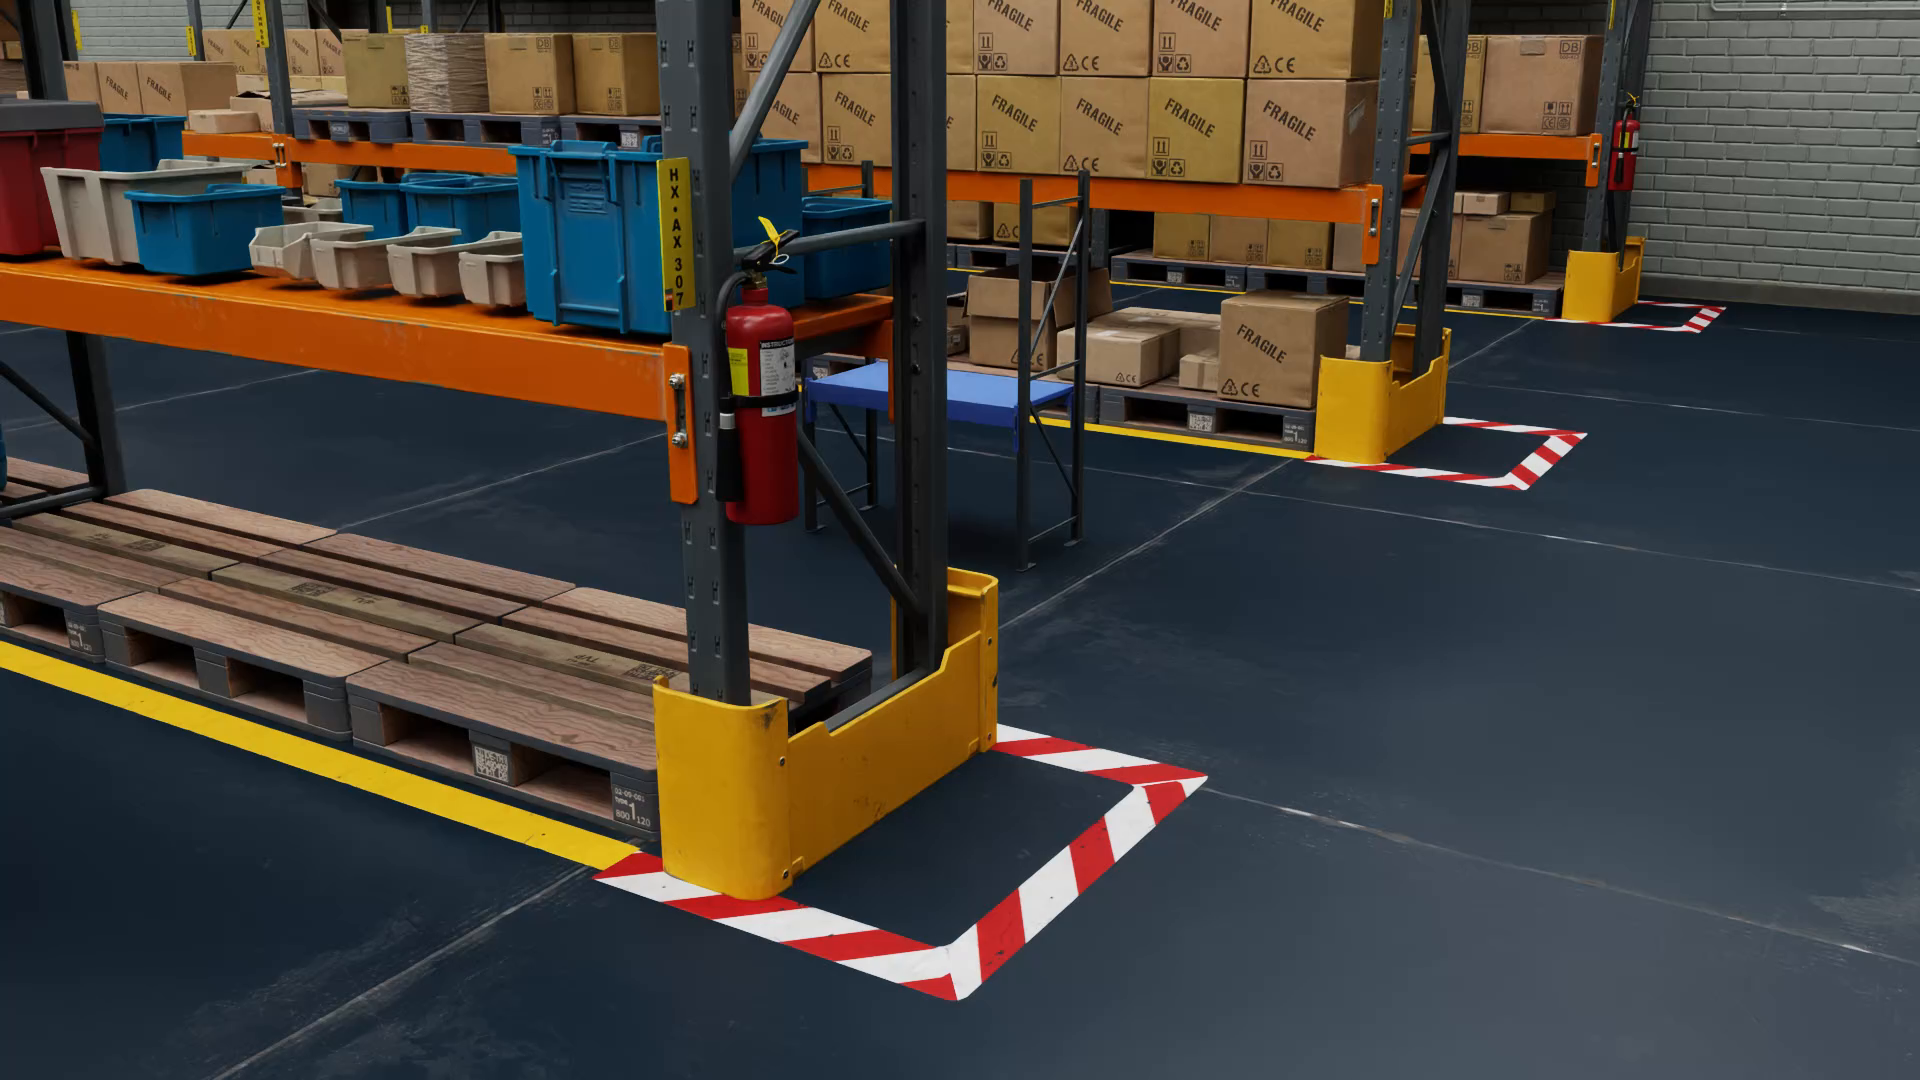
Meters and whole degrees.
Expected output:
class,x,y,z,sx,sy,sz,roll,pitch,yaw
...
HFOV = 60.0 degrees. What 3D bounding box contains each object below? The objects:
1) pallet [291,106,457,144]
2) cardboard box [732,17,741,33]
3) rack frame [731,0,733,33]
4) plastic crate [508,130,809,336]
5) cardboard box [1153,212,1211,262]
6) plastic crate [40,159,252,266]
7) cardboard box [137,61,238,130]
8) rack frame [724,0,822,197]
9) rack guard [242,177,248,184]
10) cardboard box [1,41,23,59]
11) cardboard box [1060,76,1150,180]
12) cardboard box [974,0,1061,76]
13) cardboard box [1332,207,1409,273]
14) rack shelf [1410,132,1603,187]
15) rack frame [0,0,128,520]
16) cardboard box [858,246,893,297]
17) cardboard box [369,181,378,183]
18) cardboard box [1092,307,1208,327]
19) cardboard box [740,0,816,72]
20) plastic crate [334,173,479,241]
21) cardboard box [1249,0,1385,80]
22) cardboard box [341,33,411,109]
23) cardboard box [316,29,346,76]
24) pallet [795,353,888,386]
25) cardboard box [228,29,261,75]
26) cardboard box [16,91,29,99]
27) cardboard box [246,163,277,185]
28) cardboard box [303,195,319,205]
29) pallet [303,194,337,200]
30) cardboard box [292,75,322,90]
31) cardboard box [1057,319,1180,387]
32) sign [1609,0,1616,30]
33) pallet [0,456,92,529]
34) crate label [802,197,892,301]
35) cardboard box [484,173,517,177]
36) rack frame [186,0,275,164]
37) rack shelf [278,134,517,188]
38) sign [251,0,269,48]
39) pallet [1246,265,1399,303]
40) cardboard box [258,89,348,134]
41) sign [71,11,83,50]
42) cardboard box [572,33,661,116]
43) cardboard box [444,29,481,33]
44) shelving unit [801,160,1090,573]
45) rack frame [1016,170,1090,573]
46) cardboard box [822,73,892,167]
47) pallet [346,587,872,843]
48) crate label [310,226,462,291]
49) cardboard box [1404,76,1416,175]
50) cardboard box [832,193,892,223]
class,x,y,z,sx,sy,sz,roll,pitch,yaw
pallet,-3.953,-2.994,11.905,1.003,0.211,1.213,10,20,30
cardboard box,-2.287,-5.012,16.176,0.250,0.149,0.380,7,18,23
rack frame,-1.978,-4.399,16.201,0.127,3.000,1.000,10,20,30
plastic crate,-0.729,-0.778,4.119,0.499,0.435,0.616,10,20,30
cardboard box,2.014,-2.656,14.042,0.500,0.500,0.700,10,20,31
plastic crate,-2.549,-1.031,5.214,0.530,0.282,0.437,10,20,30
cardboard box,-6.005,-3.470,12.972,0.500,0.500,0.500,9,19,27
rack frame,-1.159,-2.563,10.157,0.127,3.000,1.000,10,20,30
rack guard,-8.730,-4.408,20.532,0.348,0.500,1.175,10,20,30
cardboard box,-8.103,-4.227,14.346,0.250,0.149,0.380,10,20,30
cardboard box,0.860,-2.158,8.653,0.500,0.500,0.500,10,20,30
cardboard box,0.414,-2.713,8.758,0.500,0.500,0.500,11,20,32
cardboard box,3.335,-2.421,13.268,0.500,0.500,0.700,9,19,28
rack shelf,3.135,-3.142,13.301,4.000,0.370,1.077,10,20,30
rack frame,-3.754,-1.336,6.120,0.127,3.000,1.000,10,20,30
cardboard box,-0.525,-1.561,10.402,0.500,0.500,0.500,10,20,30
cardboard box,-6.739,-4.102,19.371,0.250,0.149,0.380,8,19,26
cardboard box,1.083,-1.154,9.494,0.500,0.250,0.500,10,20,30
cardboard box,-0.904,-2.948,9.532,0.500,0.500,0.500,11,20,31
plastic crate,-1.761,-1.042,5.334,0.300,0.233,0.416,10,20,30
cardboard box,1.727,-2.480,7.993,0.500,0.500,0.500,10,20,30
cardboard box,-3.971,-3.352,11.861,0.500,0.500,0.700,4,17,12
cardboard box,-6.803,-5.453,18.604,0.500,0.500,0.500,9,19,28
pallet,-0.574,-1.124,10.217,1.213,0.211,1.003,10,20,30
cardboard box,-8.129,-5.687,19.377,0.500,0.500,0.500,10,20,30
cardboard box,-7.533,-3.644,13.974,0.500,0.250,0.500,12,20,33
cardboard box,-8.252,-4.412,20.114,0.500,0.311,0.500,8,19,24
cardboard box,-5.312,-2.555,13.175,0.500,0.311,0.500,10,19,29
pallet,-7.021,-3.951,19.526,1.213,0.211,1.003,10,20,30
cardboard box,-7.235,-5.168,18.959,0.500,0.250,0.500,10,20,31
cardboard box,0.864,-1.023,9.061,0.500,0.250,0.500,10,20,30
sign,4.543,-3.717,11.556,0.005,0.325,0.100,10,20,30
pallet,-4.390,-0.130,6.946,1.213,0.211,1.003,10,20,30
crate label,-0.384,-0.796,4.525,0.303,0.233,0.416,10,20,30
cardboard box,-4.750,-3.914,18.148,0.500,0.500,0.700,11,20,32
rack frame,-8.795,-5.615,20.207,0.127,3.000,1.000,10,20,30
rack shelf,-2.863,-2.523,11.263,4.000,0.370,1.077,10,20,30
sign,-4.855,-3.587,11.537,0.005,0.325,0.100,10,20,30
pallet,3.082,-2.135,13.548,1.213,0.211,1.003,10,20,30
cardboard box,-4.854,-3.195,12.390,0.500,0.311,0.500,12,20,33
sign,-7.700,-4.432,14.453,0.005,0.325,0.100,10,20,30
cardboard box,-2.064,-3.028,10.793,0.500,0.500,0.700,14,22,39
cardboard box,-5.677,-5.427,18.519,0.500,0.500,0.500,10,19,29
shelving unit,-0.073,-0.731,6.706,1.048,1.500,0.538,10,20,30
rack frame,0.360,-0.653,6.451,0.032,1.500,0.500,10,20,30
cardboard box,-0.429,-2.388,9.411,0.500,0.500,0.500,11,20,31
pallet,-1.028,0.471,4.967,1.213,0.211,1.003,10,20,30
crate label,-1.625,-0.794,4.684,0.243,0.136,0.396,10,20,30
cardboard box,2.010,-2.135,8.576,0.500,0.500,0.500,11,20,31
cardboard box,-0.677,-3.292,15.533,0.750,0.750,0.750,10,20,30
